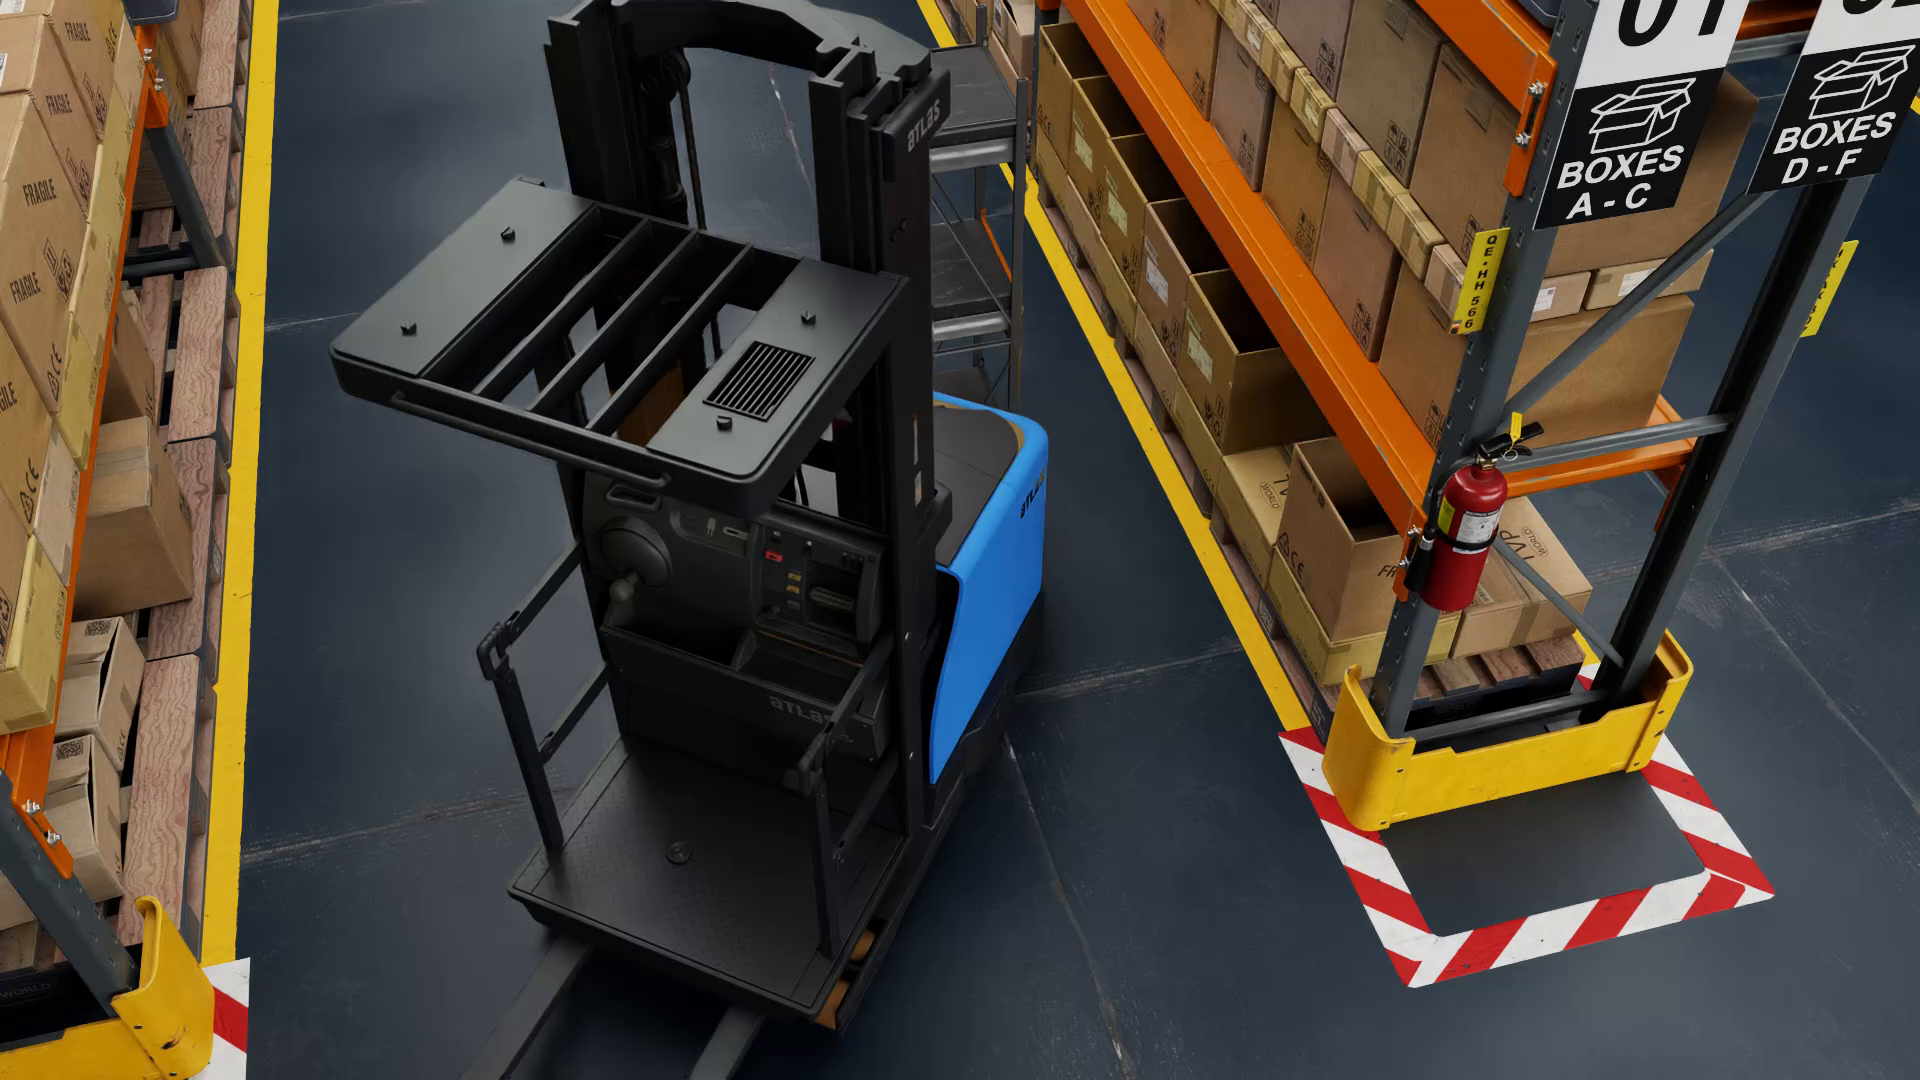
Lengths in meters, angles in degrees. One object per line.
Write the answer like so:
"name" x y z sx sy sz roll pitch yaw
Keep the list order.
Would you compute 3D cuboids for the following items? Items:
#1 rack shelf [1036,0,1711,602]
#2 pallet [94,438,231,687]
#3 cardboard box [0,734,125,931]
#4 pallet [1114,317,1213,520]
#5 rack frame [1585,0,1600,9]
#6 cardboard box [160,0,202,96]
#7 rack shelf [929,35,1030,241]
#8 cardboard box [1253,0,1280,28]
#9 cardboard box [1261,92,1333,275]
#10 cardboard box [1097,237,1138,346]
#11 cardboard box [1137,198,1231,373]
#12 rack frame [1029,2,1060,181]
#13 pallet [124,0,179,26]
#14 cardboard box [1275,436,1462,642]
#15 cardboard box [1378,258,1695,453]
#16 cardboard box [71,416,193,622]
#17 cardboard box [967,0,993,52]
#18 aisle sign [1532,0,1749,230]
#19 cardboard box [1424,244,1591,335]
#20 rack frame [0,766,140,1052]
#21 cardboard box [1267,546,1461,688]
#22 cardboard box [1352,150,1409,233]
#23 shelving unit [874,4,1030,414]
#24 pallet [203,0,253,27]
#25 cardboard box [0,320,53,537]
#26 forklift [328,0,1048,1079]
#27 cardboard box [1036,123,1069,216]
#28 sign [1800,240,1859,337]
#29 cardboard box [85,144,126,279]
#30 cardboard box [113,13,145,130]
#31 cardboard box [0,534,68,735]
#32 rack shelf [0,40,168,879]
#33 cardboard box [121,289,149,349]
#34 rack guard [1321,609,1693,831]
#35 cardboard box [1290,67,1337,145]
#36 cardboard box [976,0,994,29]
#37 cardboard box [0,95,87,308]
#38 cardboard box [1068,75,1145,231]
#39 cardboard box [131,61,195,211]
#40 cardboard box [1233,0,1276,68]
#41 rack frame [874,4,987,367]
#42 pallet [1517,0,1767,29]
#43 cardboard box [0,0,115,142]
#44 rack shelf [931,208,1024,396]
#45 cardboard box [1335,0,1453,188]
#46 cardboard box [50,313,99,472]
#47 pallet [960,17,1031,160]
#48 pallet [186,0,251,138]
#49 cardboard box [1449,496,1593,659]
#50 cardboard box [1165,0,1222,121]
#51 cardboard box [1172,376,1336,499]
"rack shelf" 1.370 -1.401 6.526 1.077 0.370 4.000 -11 47 -10
"pallet" -3.408 0.152 6.453 1.003 0.211 1.213 -11 47 -10
"cardboard box" -2.996 0.930 5.313 0.500 0.311 0.500 -16 48 -15
"pallet" 1.337 -0.657 7.246 1.003 0.211 1.213 -11 47 -10
"rack frame" 1.882 -2.371 2.773 1.000 3.000 0.127 -11 47 -10
"cardboard box" -4.406 -2.616 8.656 0.700 0.500 0.500 -10 46 -10
"rack shelf" -0.042 -1.330 5.622 0.431 0.518 0.480 -11 47 -10
"cardboard box" 1.363 -2.178 5.806 0.700 0.500 0.500 -11 47 -10
"cardboard box" 1.514 -1.337 5.890 0.700 0.500 0.500 -10 46 -10
"cardboard box" 0.930 -1.150 7.408 0.500 0.250 0.500 -11 47 -10
"cardboard box" 1.060 -1.068 6.802 0.500 0.500 0.500 -11 47 -10
"rack frame" 0.858 -3.033 7.622 1.000 3.000 0.127 -11 47 -10
"pallet" -3.985 -2.612 7.344 1.003 0.211 1.213 -11 47 -10
"cardboard box" 1.457 -0.035 5.790 0.500 0.500 0.500 -11 47 -10
"cardboard box" 1.775 -0.631 5.198 0.700 0.500 0.500 -11 47 -10
"cardboard box" -3.281 -0.046 6.137 0.700 0.500 0.500 -13 47 -13
"cardboard box" 0.344 -2.801 9.026 0.500 0.250 0.500 -11 47 -11
"aisle sign" 1.615 -1.083 3.890 0.394 0.787 0.004 -11 47 -10
"cardboard box" 1.600 -0.763 4.873 0.380 0.149 0.250 -11 47 -11
"rack frame" -2.906 0.637 4.026 1.000 3.000 0.127 -11 47 -10
"cardboard box" 1.459 0.228 6.058 0.500 0.250 0.500 -11 47 -10
"cardboard box" 1.466 -1.120 5.223 0.380 0.149 0.250 -11 47 -11
"shelving unit" -0.042 -0.849 6.112 0.431 2.100 0.503 -11 47 -10
"pallet" -4.755 -3.371 9.906 1.003 0.211 1.213 -11 47 -10
"cardboard box" -2.854 -0.308 4.518 0.500 0.500 0.500 -11 47 -10
"forklift" -0.735 0.156 4.545 1.130 2.935 3.031 17 48 16
"cardboard box" 0.684 -1.842 8.086 0.500 0.250 0.500 -11 47 -10
"sign" 2.420 -0.700 4.674 0.100 0.325 0.005 -11 47 -10
"cardboard box" -3.252 -1.118 5.836 0.500 0.250 0.500 -11 47 -11
"cardboard box" -3.515 -1.808 6.513 0.500 0.250 0.500 -11 47 -10
"cardboard box" -2.724 0.287 4.459 0.500 0.250 0.500 -12 47 -11
"rack shelf" -3.418 -0.492 5.636 1.077 0.370 4.000 -11 47 -10
"cardboard box" -3.764 -0.923 7.230 0.380 0.166 0.250 -16 48 -15
"rack guard" 1.888 0.620 5.793 1.175 0.500 0.348 -11 47 -10
"cardboard box" 1.336 -1.475 5.571 0.380 0.149 0.250 -9 46 -9
"cardboard box" 0.338 -2.999 8.828 0.500 0.311 0.500 -10 46 -9
"cardboard box" -3.124 -1.020 5.215 0.500 0.500 0.500 -9 46 -9
"cardboard box" 0.810 -1.759 7.480 0.500 0.500 0.500 -11 47 -10
"cardboard box" -4.134 -1.909 7.963 0.700 0.500 0.500 -9 46 -9
"cardboard box" 1.201 -1.833 5.922 0.380 0.149 0.250 -11 47 -11
"rack frame" -0.105 -1.018 6.277 0.400 2.100 0.015 -11 47 -10
"pallet" 1.726 -1.784 4.359 1.003 0.211 1.213 -11 47 -10
"cardboard box" -3.376 -1.729 5.910 0.500 0.500 0.500 -11 47 -11
"rack shelf" -0.042 -0.840 6.122 0.431 0.518 0.480 -11 47 -10
"cardboard box" 1.622 -1.484 5.126 0.700 0.500 0.500 -12 47 -11
"cardboard box" -2.995 -0.422 5.154 0.500 0.250 0.500 -11 47 -11
"pallet" 0.632 -2.559 9.110 1.003 0.211 1.213 -11 47 -10
"pallet" -4.446 -2.530 9.082 1.003 0.211 1.213 -11 47 -10
"cardboard box" 1.960 0.133 6.151 0.500 0.250 0.500 -11 47 -10
"cardboard box" 1.244 -2.053 6.592 0.700 0.500 0.500 -10 46 -10
"cardboard box" 1.190 -0.460 6.732 0.500 0.250 0.500 -11 47 -10
